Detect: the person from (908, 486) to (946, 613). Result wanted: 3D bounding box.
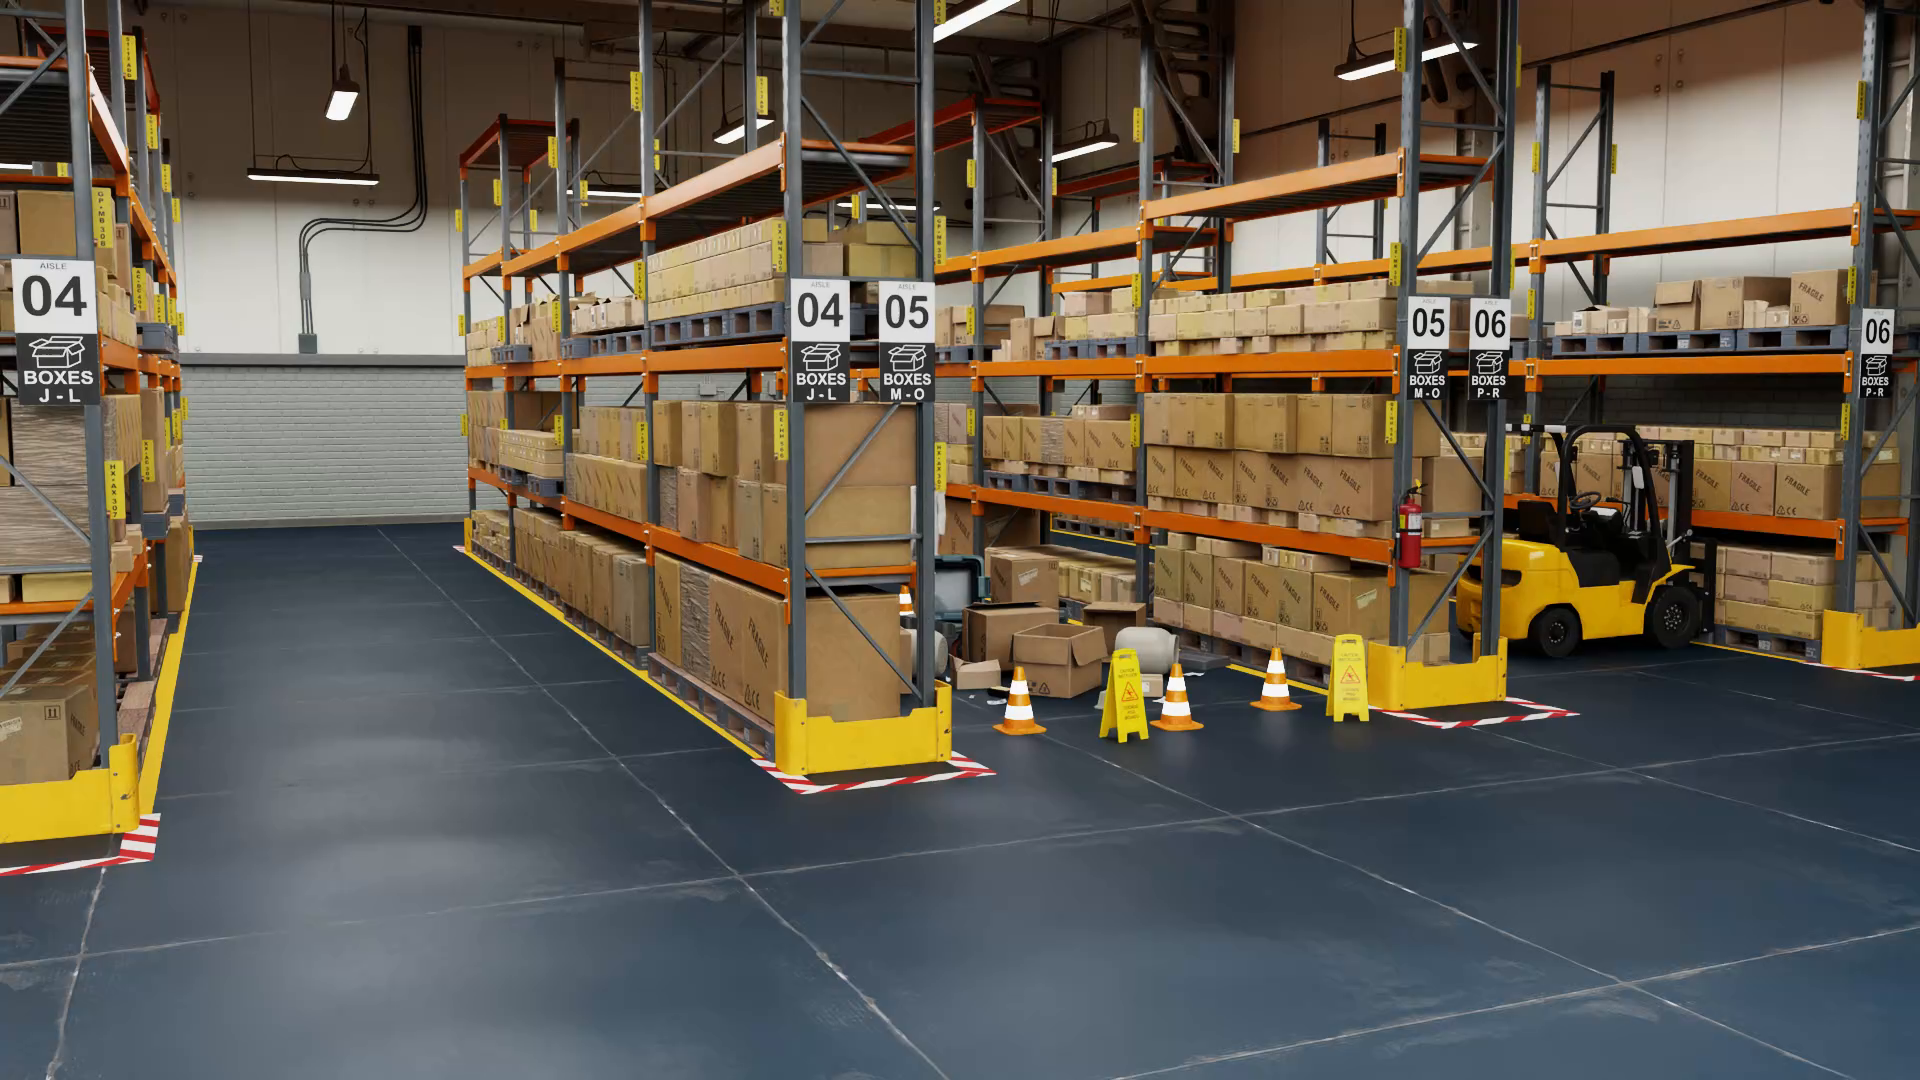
[{"bbox_3d":[-0.469,-0.050,18.037,0.636,1.775,0.636,0,5,0],"label":"person"}]
